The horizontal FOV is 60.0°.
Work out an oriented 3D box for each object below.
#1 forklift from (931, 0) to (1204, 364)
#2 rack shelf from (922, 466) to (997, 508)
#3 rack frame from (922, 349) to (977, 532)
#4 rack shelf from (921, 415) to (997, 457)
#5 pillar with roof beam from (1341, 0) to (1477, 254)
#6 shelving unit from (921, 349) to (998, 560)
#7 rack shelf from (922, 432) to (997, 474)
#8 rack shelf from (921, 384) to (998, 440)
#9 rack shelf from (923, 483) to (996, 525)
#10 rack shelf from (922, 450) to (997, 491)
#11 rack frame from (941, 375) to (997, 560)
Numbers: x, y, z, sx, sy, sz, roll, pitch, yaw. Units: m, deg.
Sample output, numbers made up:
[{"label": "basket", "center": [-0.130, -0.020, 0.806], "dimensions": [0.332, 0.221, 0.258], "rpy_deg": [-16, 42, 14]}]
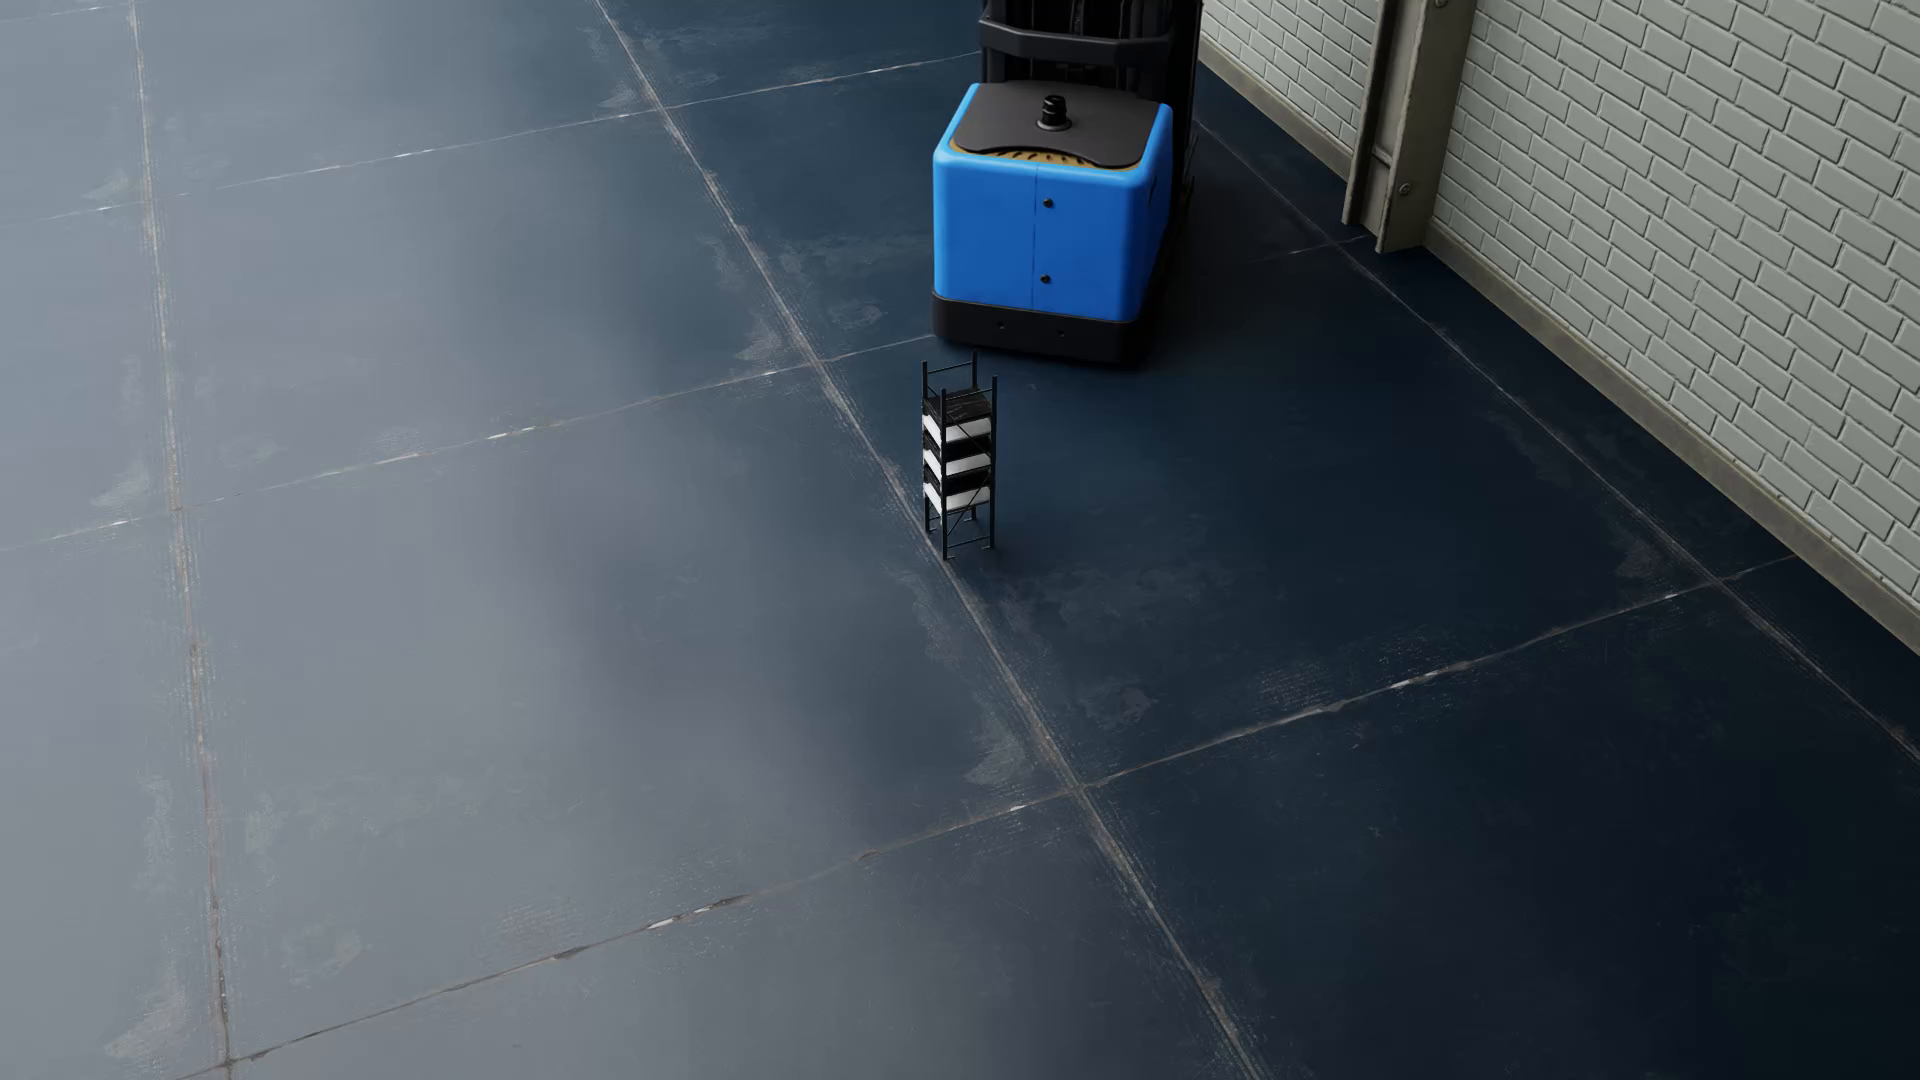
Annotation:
[{"label": "forklift", "center": [0.711, -2.943, 8.424], "dimensions": [1.130, 2.935, 3.031], "rpy_deg": [9, 42, 11]}, {"label": "rack shelf", "center": [-0.003, -0.253, 7.043], "dimensions": [0.258, 0.077, 0.200], "rpy_deg": [-15, 43, -17]}, {"label": "rack frame", "center": [-0.042, -0.407, 7.034], "dimensions": [0.240, 0.900, 0.006], "rpy_deg": [-15, 43, -17]}, {"label": "rack shelf", "center": [-0.003, -0.457, 6.867], "dimensions": [0.258, 0.077, 0.200], "rpy_deg": [-15, 43, -17]}, {"label": "pillar with roof beam", "center": [-1.622, -4.051, 5.060], "dimensions": [9.100, 9.000, 0.400], "rpy_deg": [-15, 43, -17]}, {"label": "shelving unit", "center": [-0.003, -0.346, 6.962], "dimensions": [0.258, 0.900, 0.210], "rpy_deg": [-15, 43, -17]}, {"label": "rack shelf", "center": [-0.003, -0.389, 6.925], "dimensions": [0.258, 0.077, 0.200], "rpy_deg": [-15, 43, -17]}, {"label": "rack shelf", "center": [-0.003, -0.526, 6.808], "dimensions": [0.258, 0.077, 0.200], "rpy_deg": [-15, 43, -17]}, {"label": "rack shelf", "center": [-0.003, -0.184, 7.101], "dimensions": [0.258, 0.077, 0.200], "rpy_deg": [-15, 43, -17]}, {"label": "rack shelf", "center": [-0.003, -0.321, 6.984], "dimensions": [0.258, 0.077, 0.200], "rpy_deg": [-15, 43, -17]}, {"label": "rack frame", "center": [0.036, -0.285, 6.891], "dimensions": [0.240, 0.900, 0.006], "rpy_deg": [-15, 43, -17]}]
